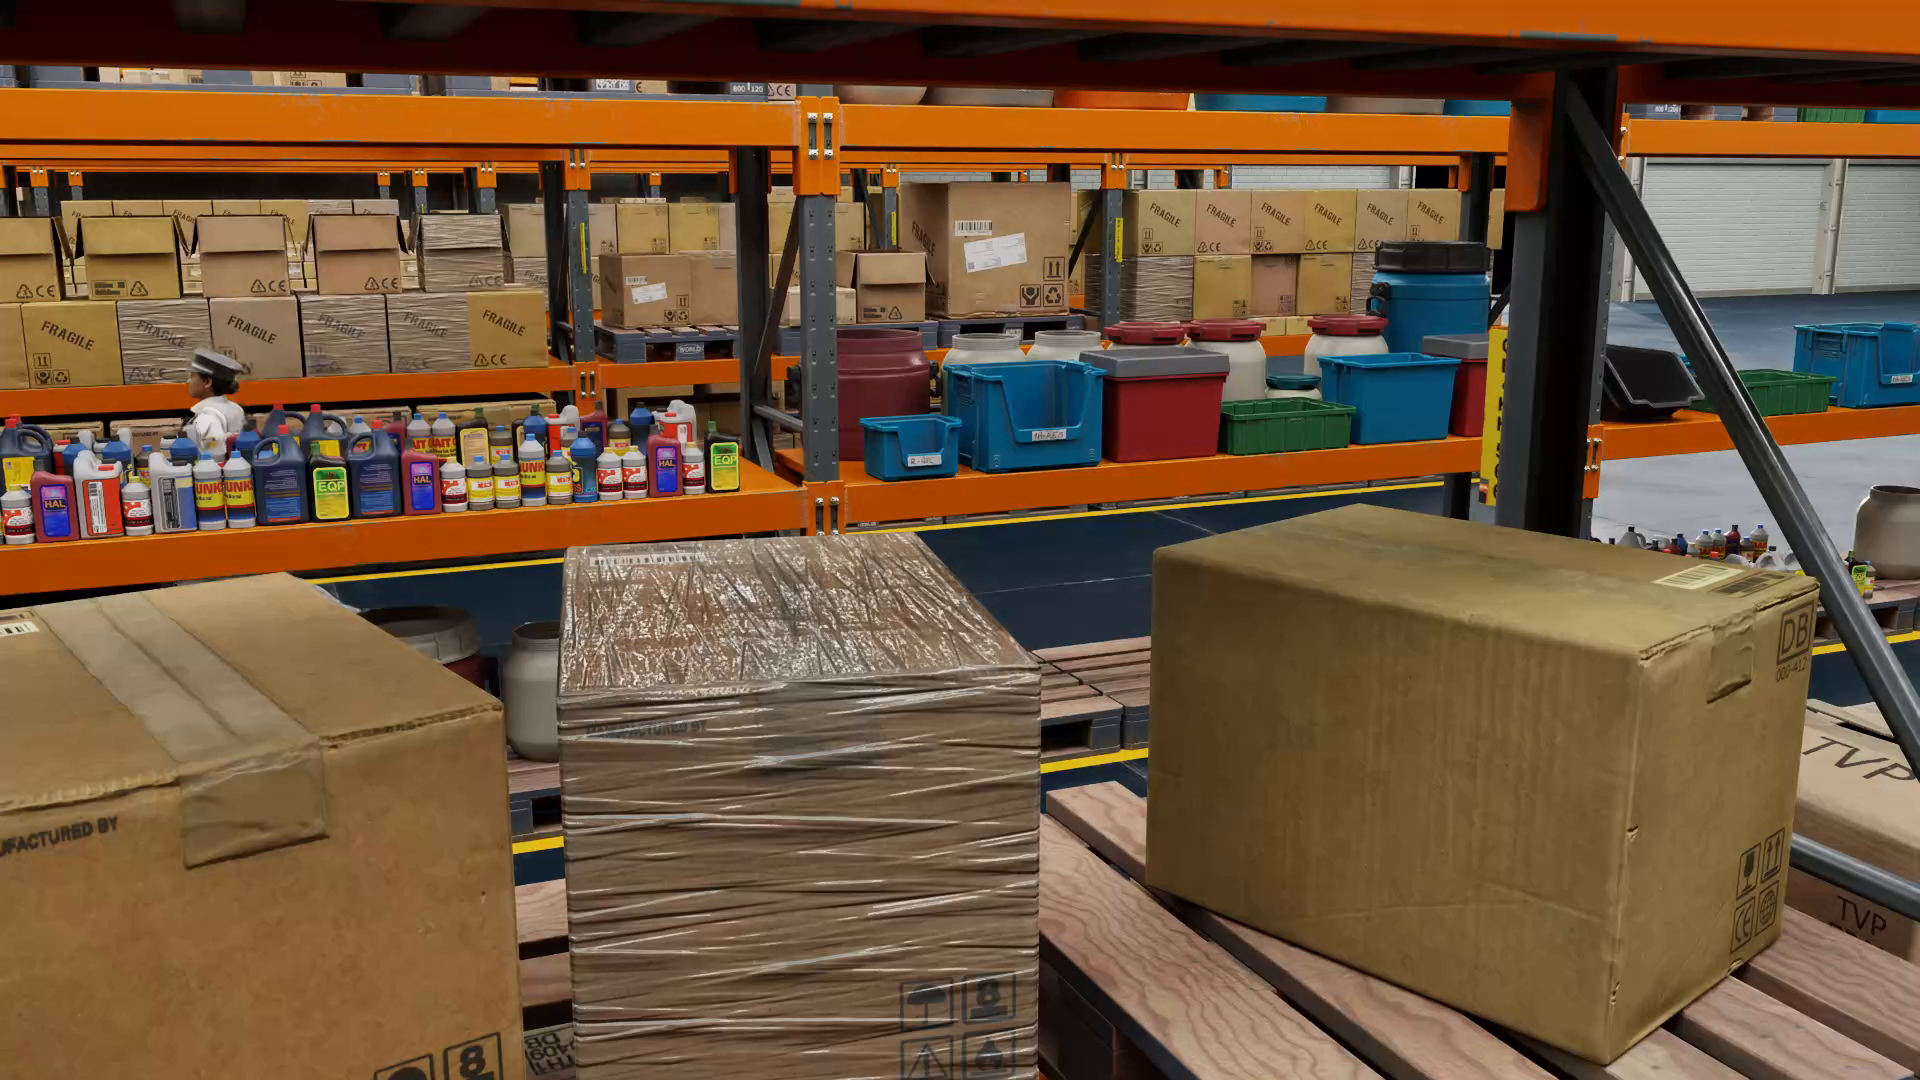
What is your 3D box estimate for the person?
[{"bbox_3d":[-3.912,-0.166,8.650,0.872,1.681,0.480,0,12,-1],"label":"person"}]
